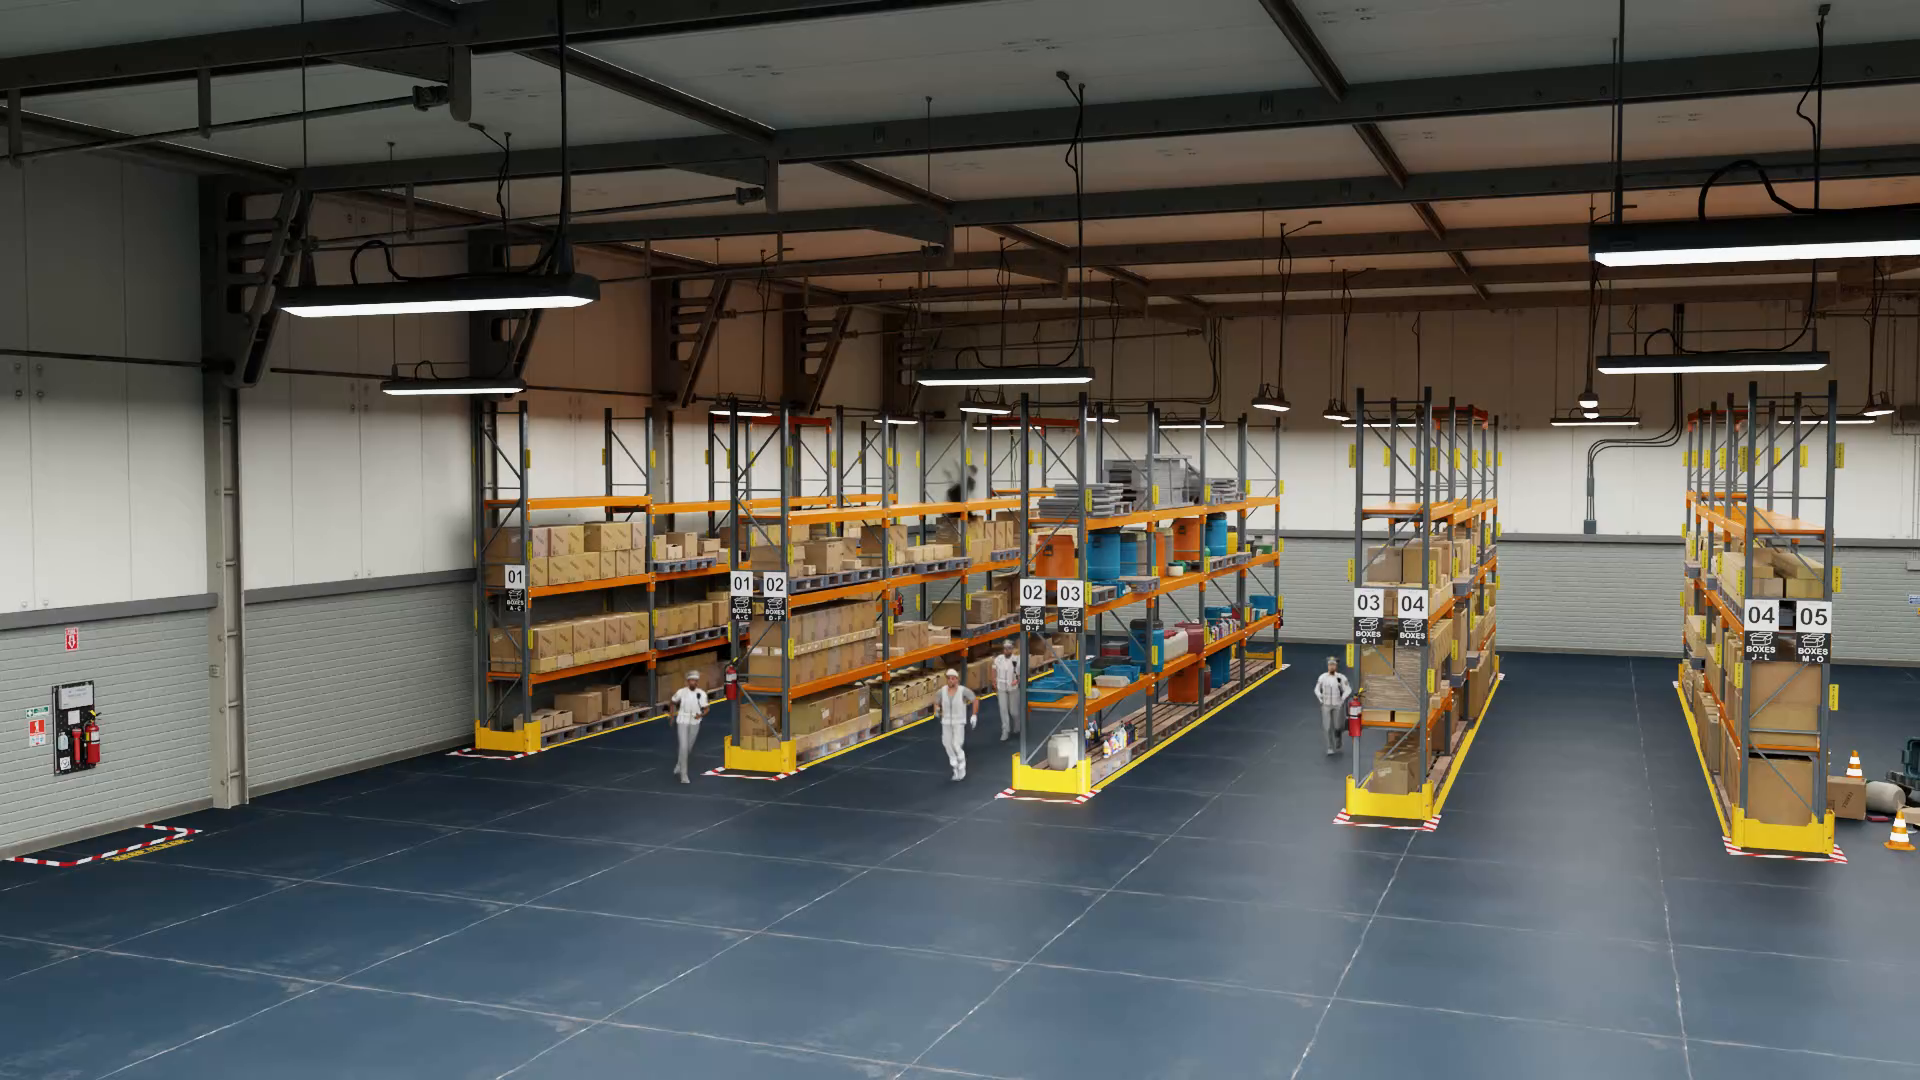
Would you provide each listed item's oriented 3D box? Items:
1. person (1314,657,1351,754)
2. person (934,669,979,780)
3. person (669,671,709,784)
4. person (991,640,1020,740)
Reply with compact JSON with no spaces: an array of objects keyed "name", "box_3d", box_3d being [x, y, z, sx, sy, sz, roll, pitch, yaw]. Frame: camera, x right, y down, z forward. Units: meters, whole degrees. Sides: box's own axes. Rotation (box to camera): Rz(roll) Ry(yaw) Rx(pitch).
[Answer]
[{"name":"person","box_3d":[6.310,2.802,28.207,0.611,1.649,0.537,1,3,18]},{"name":"person","box_3d":[-0.098,2.867,25.763,0.677,1.739,0.686,1,3,17]},{"name":"person","box_3d":[-4.220,2.893,25.988,0.608,1.689,0.862,-1,3,-19]},{"name":"person","box_3d":[0.868,2.669,29.922,0.671,1.775,0.774,1,3,12]}]
